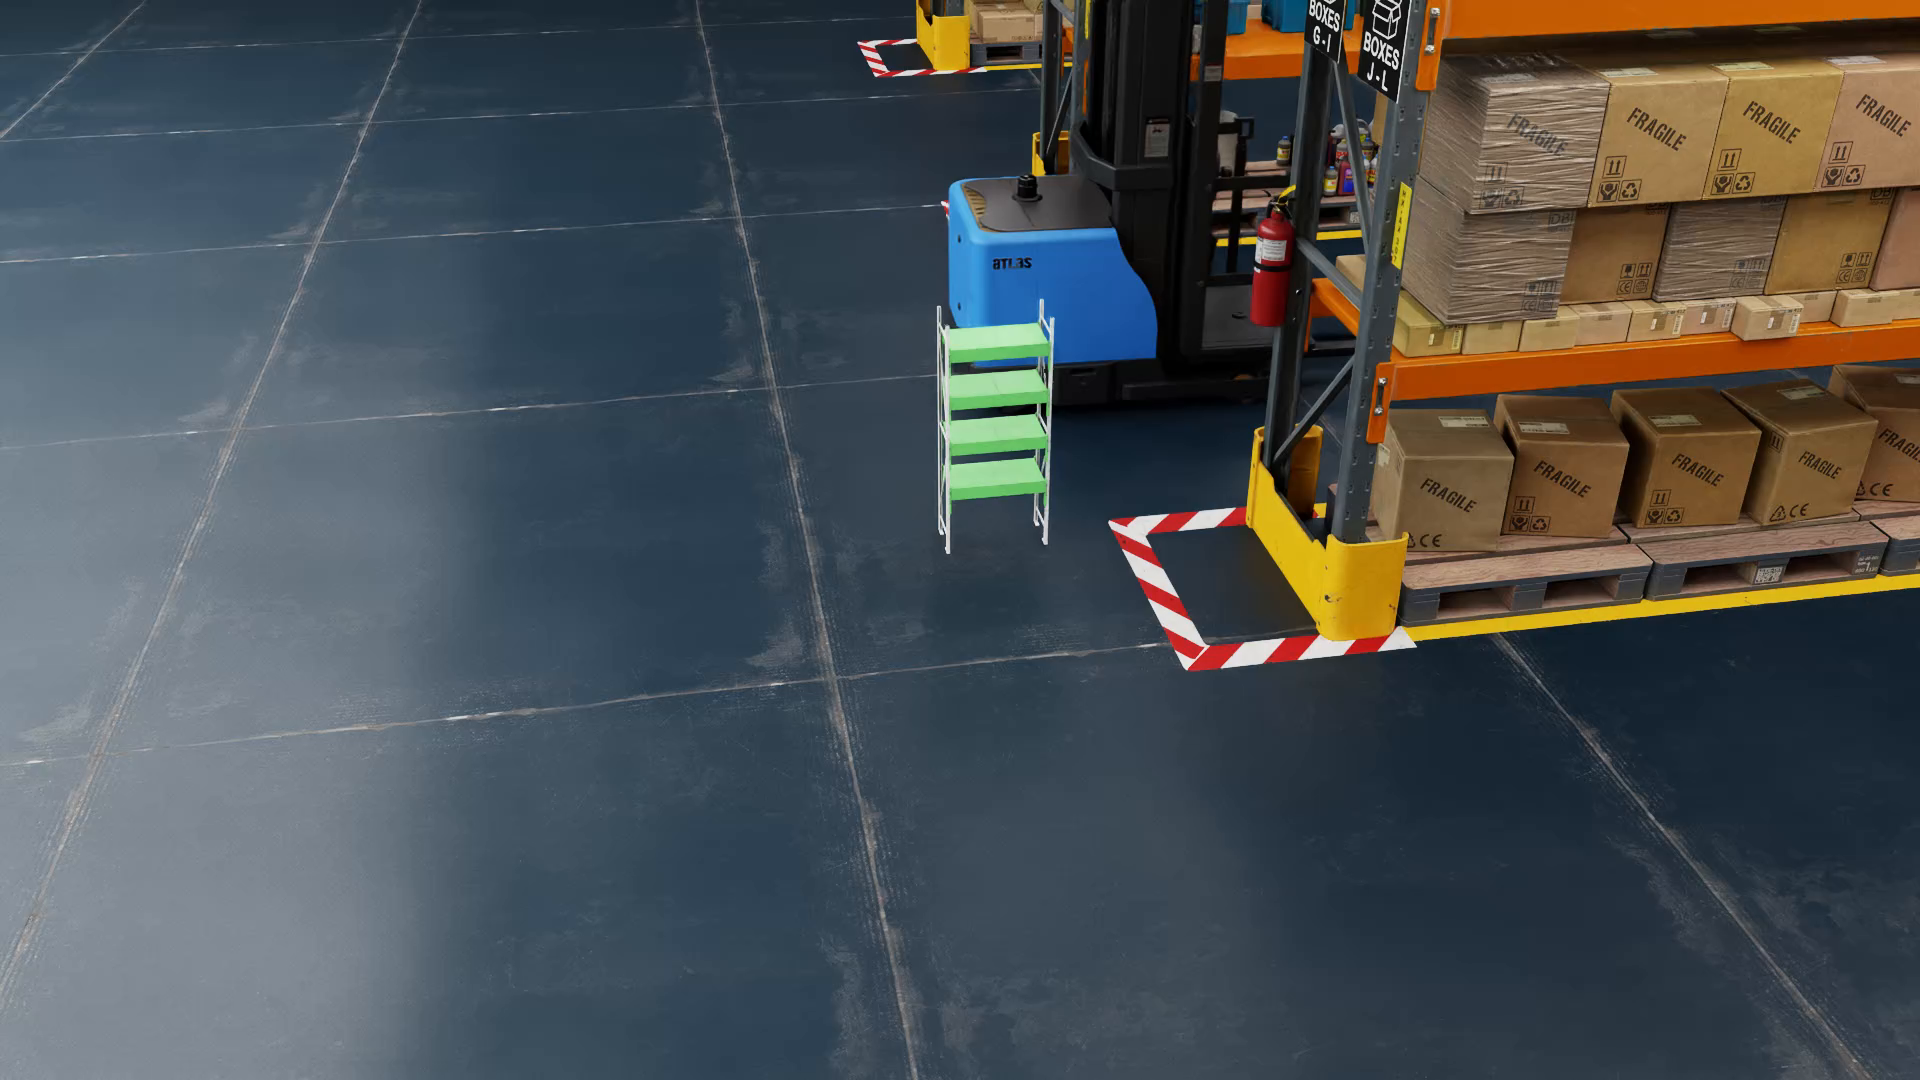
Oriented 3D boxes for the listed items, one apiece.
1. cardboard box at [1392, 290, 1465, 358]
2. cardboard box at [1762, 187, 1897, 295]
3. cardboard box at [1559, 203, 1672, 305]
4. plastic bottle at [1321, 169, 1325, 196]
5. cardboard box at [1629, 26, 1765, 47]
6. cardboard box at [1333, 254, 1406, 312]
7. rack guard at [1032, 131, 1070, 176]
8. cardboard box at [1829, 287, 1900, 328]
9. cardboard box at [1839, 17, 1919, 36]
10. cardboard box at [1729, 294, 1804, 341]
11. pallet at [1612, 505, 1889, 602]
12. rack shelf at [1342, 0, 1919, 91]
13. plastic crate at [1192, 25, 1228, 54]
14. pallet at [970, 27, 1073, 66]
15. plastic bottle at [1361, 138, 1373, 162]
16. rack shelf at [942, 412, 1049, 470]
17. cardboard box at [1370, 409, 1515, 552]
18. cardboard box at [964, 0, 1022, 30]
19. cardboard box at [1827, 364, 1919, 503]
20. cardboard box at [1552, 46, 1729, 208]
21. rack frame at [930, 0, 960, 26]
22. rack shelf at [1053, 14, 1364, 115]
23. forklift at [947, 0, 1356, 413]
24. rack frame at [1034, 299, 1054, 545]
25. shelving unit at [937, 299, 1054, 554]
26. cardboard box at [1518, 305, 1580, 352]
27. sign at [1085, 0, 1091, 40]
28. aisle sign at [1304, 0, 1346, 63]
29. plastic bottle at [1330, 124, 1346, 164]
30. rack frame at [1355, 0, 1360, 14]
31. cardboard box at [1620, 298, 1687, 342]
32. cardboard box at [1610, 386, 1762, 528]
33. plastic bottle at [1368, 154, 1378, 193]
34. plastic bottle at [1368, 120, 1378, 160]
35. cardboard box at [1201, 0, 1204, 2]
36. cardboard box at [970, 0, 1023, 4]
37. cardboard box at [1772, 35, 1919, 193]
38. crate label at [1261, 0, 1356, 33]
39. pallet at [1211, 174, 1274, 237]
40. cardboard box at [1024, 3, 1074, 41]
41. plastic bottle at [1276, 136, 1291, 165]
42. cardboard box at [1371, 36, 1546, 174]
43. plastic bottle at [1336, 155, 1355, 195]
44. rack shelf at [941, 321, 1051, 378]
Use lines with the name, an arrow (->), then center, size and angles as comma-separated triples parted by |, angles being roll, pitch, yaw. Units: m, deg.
cardboard box -> 1.957, -0.931, 7.122 | 0.250, 0.149, 0.380 | -5, 31, -9
cardboard box -> 3.644, -1.509, 7.466 | 0.500, 0.500, 0.875 | -5, 31, -9
cardboard box -> 2.650, -1.445, 7.357 | 0.500, 0.500, 0.875 | -5, 31, -9
plastic bottle -> 2.581, -2.625, 12.013 | 0.097, 0.271, 0.097 | 0, 30, 0
cardboard box -> 3.114, -2.001, 7.315 | 0.500, 0.500, 0.500 | -5, 31, -9
cardboard box -> 1.877, -1.153, 7.499 | 0.250, 0.149, 0.380 | -5, 31, -9
rack guard -> 0.808, -2.555, 12.101 | 0.348, 0.500, 1.175 | -5, 31, -9
cardboard box -> 3.932, -1.093, 7.398 | 0.250, 0.149, 0.380 | -5, 31, -9
cardboard box -> 4.097, -2.094, 7.473 | 0.500, 0.500, 0.500 | -5, 31, -9
cardboard box -> 3.450, -1.020, 7.273 | 0.250, 0.149, 0.380 | -5, 31, -9
pallet -> 3.712, -0.103, 8.217 | 1.213, 0.211, 1.003 | -5, 31, -9
rack shelf -> 3.601, -2.298, 6.949 | 4.000, 0.370, 1.077 | -5, 31, -9
plastic crate -> 1.680, -3.409, 11.349 | 0.250, 0.136, 0.298 | -5, 31, -9
pallet -> 0.598, -4.960, 16.478 | 1.213, 0.211, 1.003 | -5, 31, -9
plastic bottle -> 3.086, -2.954, 12.641 | 0.097, 0.201, 0.097 | 0, 30, 0
rack shelf -> 0.163, -0.477, 8.004 | 0.480, 0.148, 0.258 | -5, 31, -9
cardboard box -> 2.251, -0.284, 7.826 | 0.500, 0.500, 0.500 | 0, 30, 0
cardboard box -> 0.328, -5.264, 16.541 | 0.500, 0.250, 0.500 | -5, 31, -9
cardboard box -> 4.606, -0.528, 8.241 | 0.500, 0.500, 0.500 | 4, 31, 7
cardboard box -> 2.717, -1.691, 6.788 | 0.500, 0.500, 0.500 | -5, 31, -9
rack frame -> -0.147, -6.072, 15.617 | 0.127, 3.000, 1.000 | -5, 31, -9
rack shelf -> 2.709, -3.474, 11.909 | 4.000, 0.370, 1.077 | -5, 31, -9
forklift -> 1.482, -2.312, 9.290 | 3.031, 2.935, 1.130 | -4, 31, -7
rack frame -> 0.403, -0.555, 8.009 | 0.015, 1.200, 0.240 | -5, 31, -9
shelving unit -> 0.163, -0.532, 7.972 | 0.503, 1.200, 0.258 | -5, 31, -9
cardboard box -> 2.455, -0.960, 7.171 | 0.250, 0.149, 0.380 | -5, 31, -9
sign -> 0.837, -3.446, 10.879 | 0.005, 0.325, 0.100 | -5, 31, -9
aisle sign -> 1.519, -2.397, 6.802 | 0.004, 0.787, 0.394 | -5, 31, -9
plastic bottle -> 2.859, -3.025, 12.689 | 0.135, 0.276, 0.152 | -6, 31, -10
rack frame -> 3.788, -6.437, 16.238 | 0.127, 3.000, 1.000 | -5, 31, -9
cardboard box -> 2.945, -1.012, 7.260 | 0.250, 0.149, 0.380 | -5, 31, -9
cardboard box -> 3.452, -0.404, 8.029 | 0.500, 0.500, 0.500 | -3, 31, -4
plastic bottle -> 3.017, -2.666, 12.082 | 0.097, 0.271, 0.097 | 0, 30, 0
plastic bottle -> 3.204, -3.092, 12.728 | 0.185, 0.351, 0.144 | -6, 31, -9
cardboard box -> 2.386, -5.517, 16.232 | 0.500, 0.500, 0.500 | -5, 31, -9
cardboard box -> 0.327, -5.588, 16.353 | 0.500, 0.500, 0.500 | -5, 31, -9
cardboard box -> 3.699, -1.786, 6.950 | 0.500, 0.500, 0.500 | -5, 31, -9
crate label -> 2.504, -3.920, 11.922 | 0.616, 0.435, 0.502 | -5, 31, -9
pallet -> 1.608, -2.501, 12.296 | 1.213, 0.211, 1.003 | -5, 31, -9
cardboard box -> 0.912, -5.053, 16.182 | 0.500, 0.250, 0.500 | -5, 31, -9
plastic bottle -> 2.469, -2.971, 12.671 | 0.097, 0.201, 0.097 | 0, 30, 0
cardboard box -> 2.130, -1.908, 7.157 | 0.500, 0.500, 0.500 | -5, 31, -9
plastic bottle -> 2.807, -2.642, 12.030 | 0.133, 0.283, 0.061 | -5, 31, -8
rack shelf -> 0.163, -0.891, 7.761 | 0.480, 0.148, 0.258 | -5, 31, -9
